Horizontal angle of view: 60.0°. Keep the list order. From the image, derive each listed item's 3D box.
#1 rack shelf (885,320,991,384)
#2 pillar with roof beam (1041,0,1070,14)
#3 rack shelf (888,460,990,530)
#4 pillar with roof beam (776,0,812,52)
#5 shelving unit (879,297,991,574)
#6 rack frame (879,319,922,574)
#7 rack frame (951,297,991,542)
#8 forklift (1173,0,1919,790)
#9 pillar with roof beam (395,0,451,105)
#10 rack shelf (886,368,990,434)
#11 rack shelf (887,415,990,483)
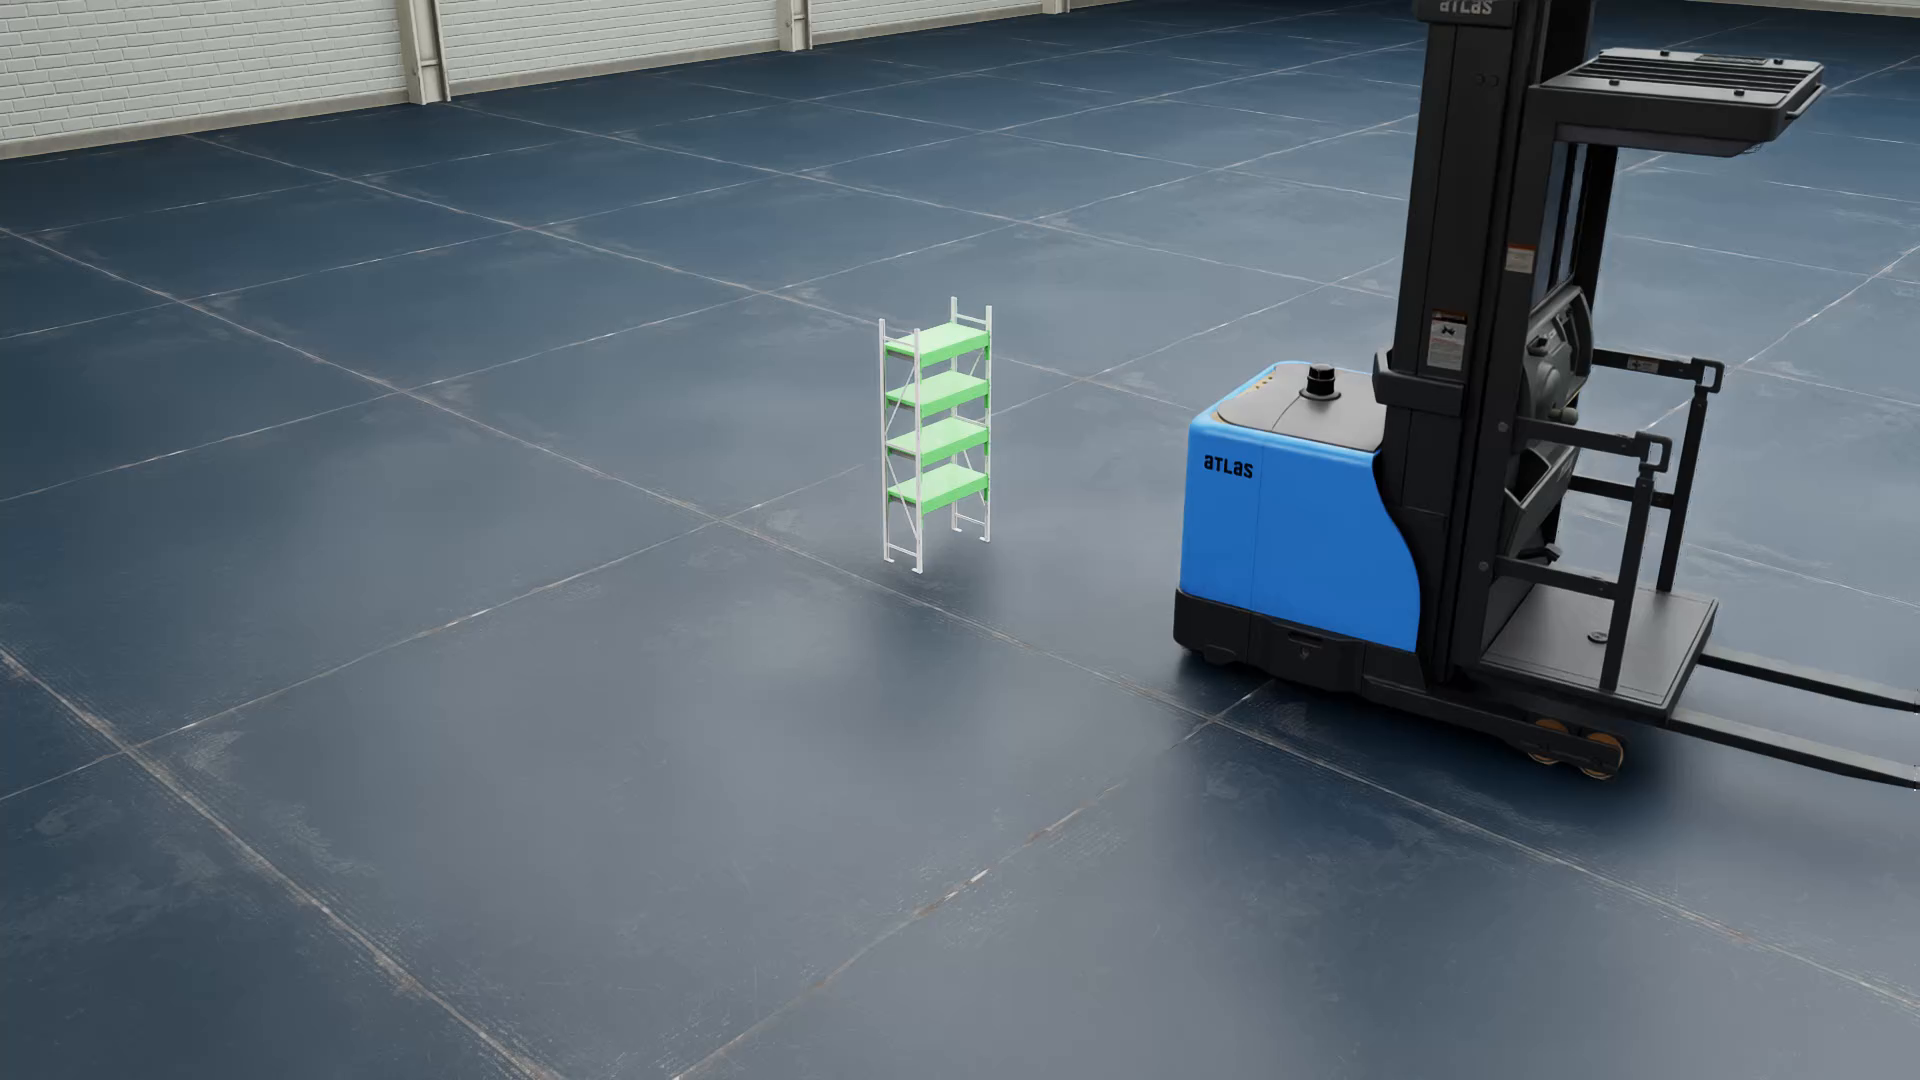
[{"bbox_3d":[-0.110,-0.877,7.722,0.258,0.148,0.480,20,31,38],"label":"rack shelf"},{"bbox_3d":[4.822,-11.877,23.741,9.100,9.000,0.400,20,31,38],"label":"pillar with roof beam"},{"bbox_3d":[-0.110,-0.220,8.016,0.258,0.148,0.480,20,31,38],"label":"rack shelf"},{"bbox_3d":[0.818,-10.049,19.663,9.100,9.000,0.400,20,31,38],"label":"pillar with roof beam"},{"bbox_3d":[-0.110,-0.497,7.892,0.258,1.200,0.503,20,31,38],"label":"shelving unit"},{"bbox_3d":[-0.273,-0.423,7.726,0.240,1.200,0.015,20,31,38],"label":"rack frame"},{"bbox_3d":[0.052,-0.571,8.058,0.240,1.200,0.015,20,31,38],"label":"rack frame"},{"bbox_3d":[2.435,-0.689,6.204,3.031,2.935,1.130,15,28,29],"label":"forklift"},{"bbox_3d":[-3.187,-8.221,15.586,9.100,9.000,0.400,20,31,38],"label":"pillar with roof beam"},{"bbox_3d":[-0.110,-0.658,7.820,0.258,0.148,0.480,20,31,38],"label":"rack shelf"},{"bbox_3d":[-0.110,-0.439,7.918,0.258,0.148,0.480,20,31,38],"label":"rack shelf"}]
